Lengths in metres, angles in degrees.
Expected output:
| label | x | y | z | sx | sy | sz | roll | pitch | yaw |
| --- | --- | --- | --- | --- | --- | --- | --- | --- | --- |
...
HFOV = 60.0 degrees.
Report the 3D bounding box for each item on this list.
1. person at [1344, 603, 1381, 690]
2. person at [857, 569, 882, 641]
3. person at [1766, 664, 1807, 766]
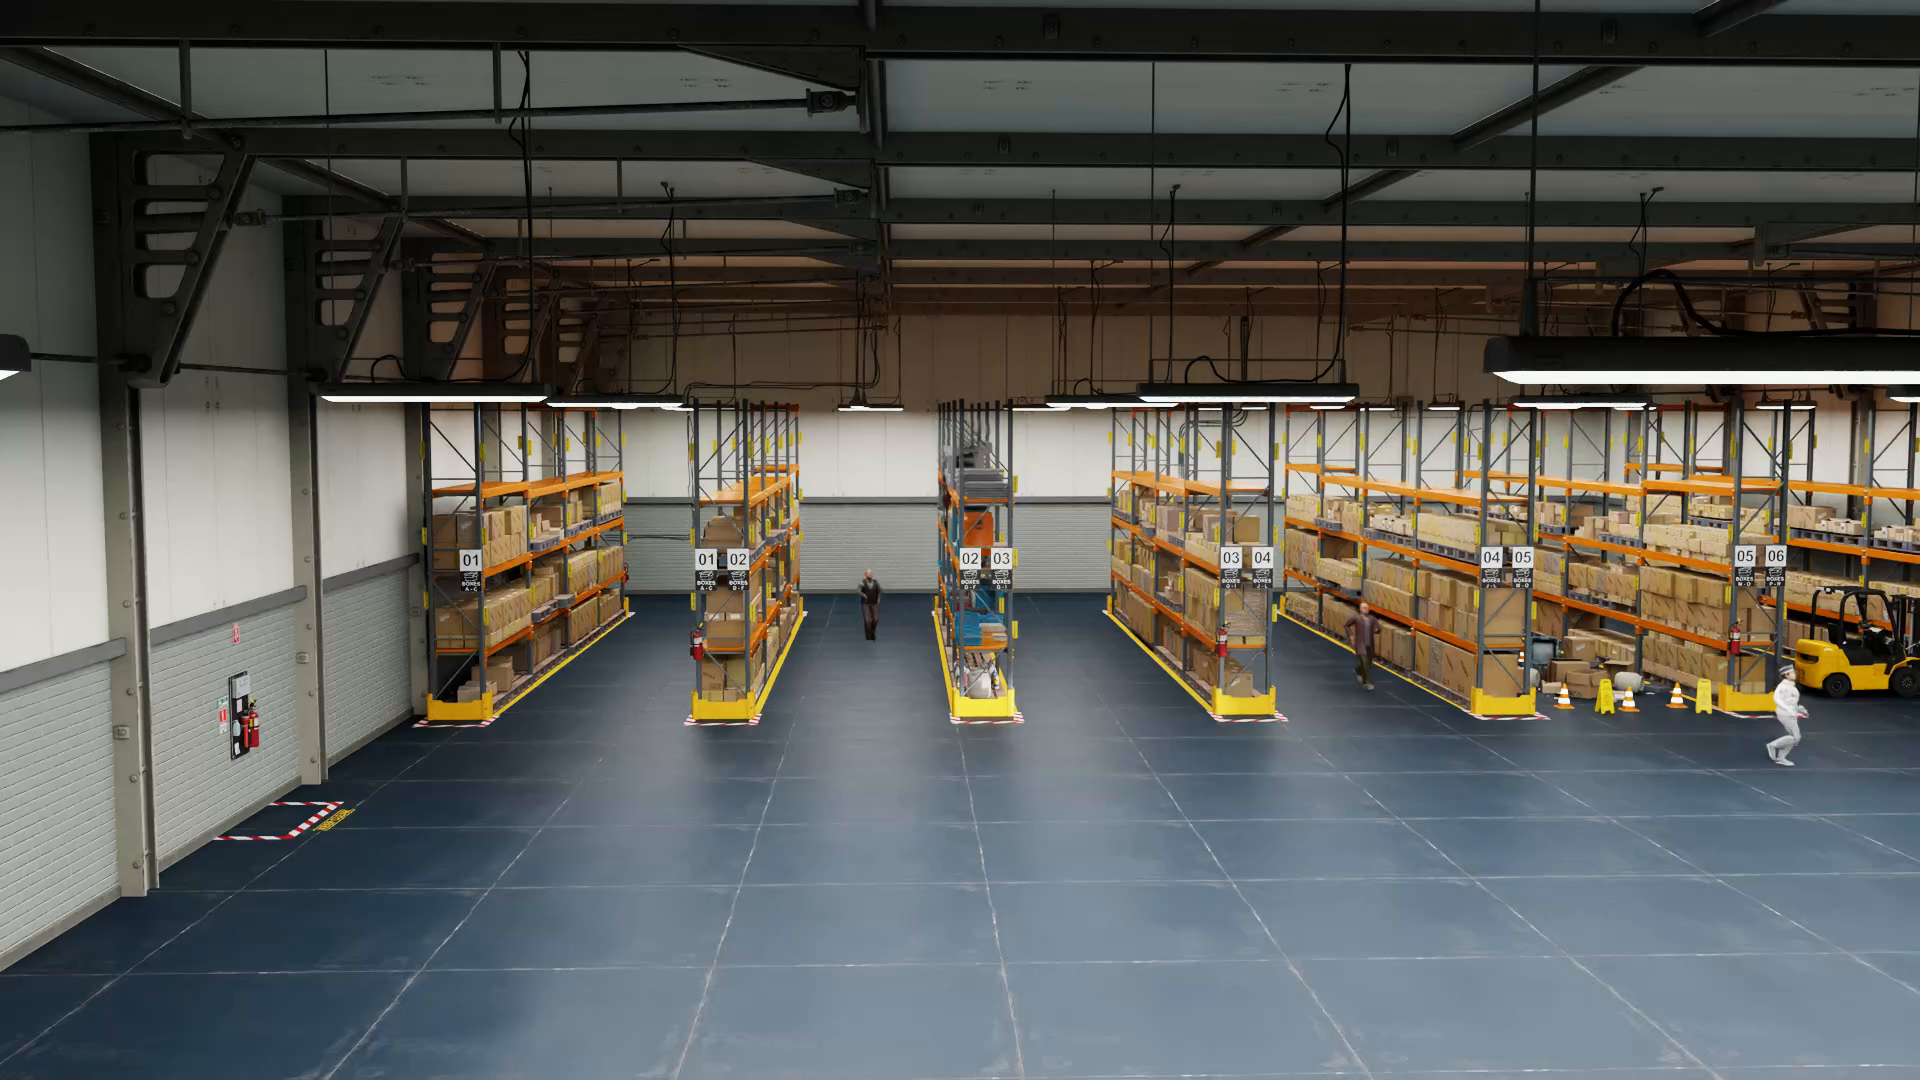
| label | x | y | z | sx | sy | sz | roll | pitch | yaw |
| --- | --- | --- | --- | --- | --- | --- | --- | --- | --- |
| person | 8.417 | 2.182 | 34.643 | 0.708 | 1.754 | 1.061 | -1 | 4 | -14 |
| person | -2.143 | 1.581 | 39.857 | 0.648 | 1.742 | 0.590 | -1 | 4 | -13 |
| person | 13.465 | 2.840 | 27.069 | 0.539 | 1.652 | 0.599 | 3 | 5 | 38 |
